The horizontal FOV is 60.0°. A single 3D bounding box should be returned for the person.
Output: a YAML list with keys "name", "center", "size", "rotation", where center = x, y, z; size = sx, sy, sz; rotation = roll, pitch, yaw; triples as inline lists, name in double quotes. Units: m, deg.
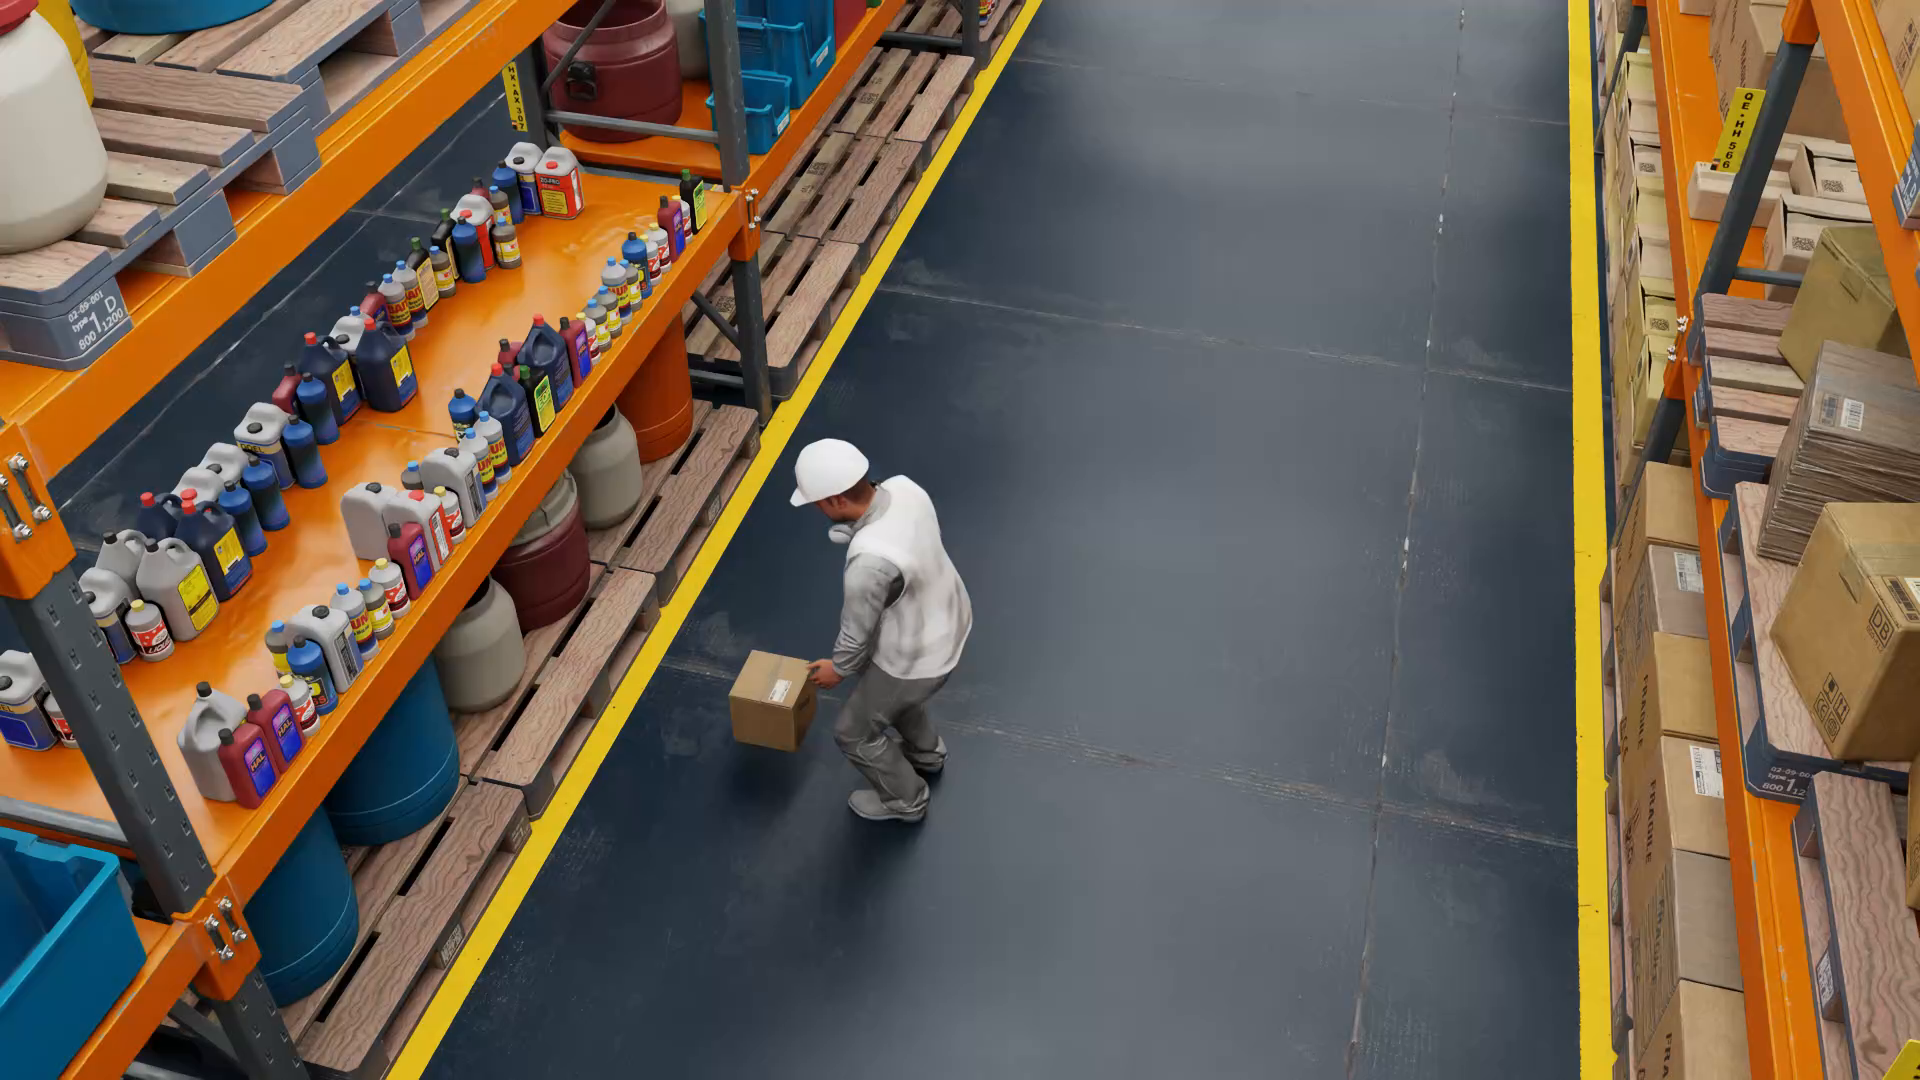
- name: "person"
  center: [-0.268, 0.340, 5.847]
  size: [0.581, 1.647, 0.578]
  rotation: [11, 42, 12]
